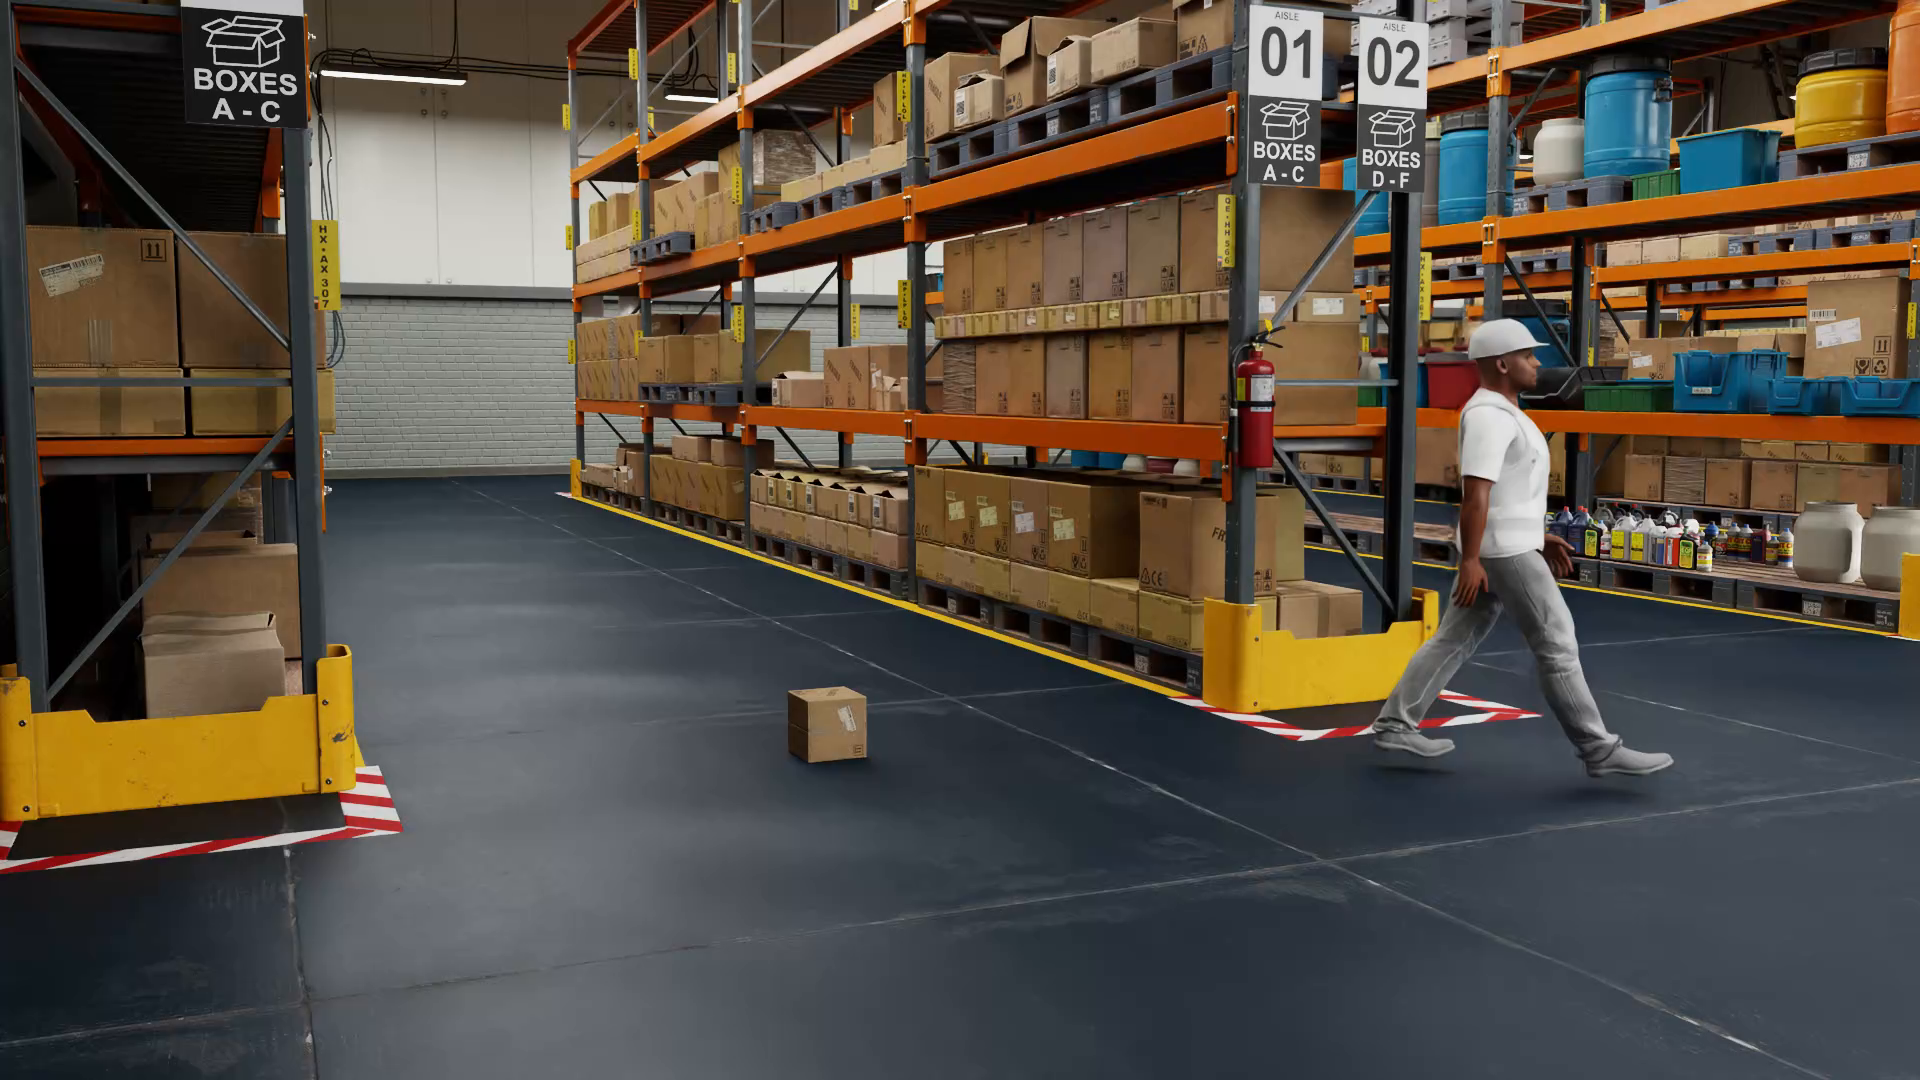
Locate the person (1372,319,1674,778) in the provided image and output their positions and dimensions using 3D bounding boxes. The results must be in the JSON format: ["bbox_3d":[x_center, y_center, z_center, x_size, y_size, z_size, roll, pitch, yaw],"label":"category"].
[{"bbox_3d":[2.133,0.022,6.304,1.077,1.707,0.581,1,5,13],"label":"person"}]
